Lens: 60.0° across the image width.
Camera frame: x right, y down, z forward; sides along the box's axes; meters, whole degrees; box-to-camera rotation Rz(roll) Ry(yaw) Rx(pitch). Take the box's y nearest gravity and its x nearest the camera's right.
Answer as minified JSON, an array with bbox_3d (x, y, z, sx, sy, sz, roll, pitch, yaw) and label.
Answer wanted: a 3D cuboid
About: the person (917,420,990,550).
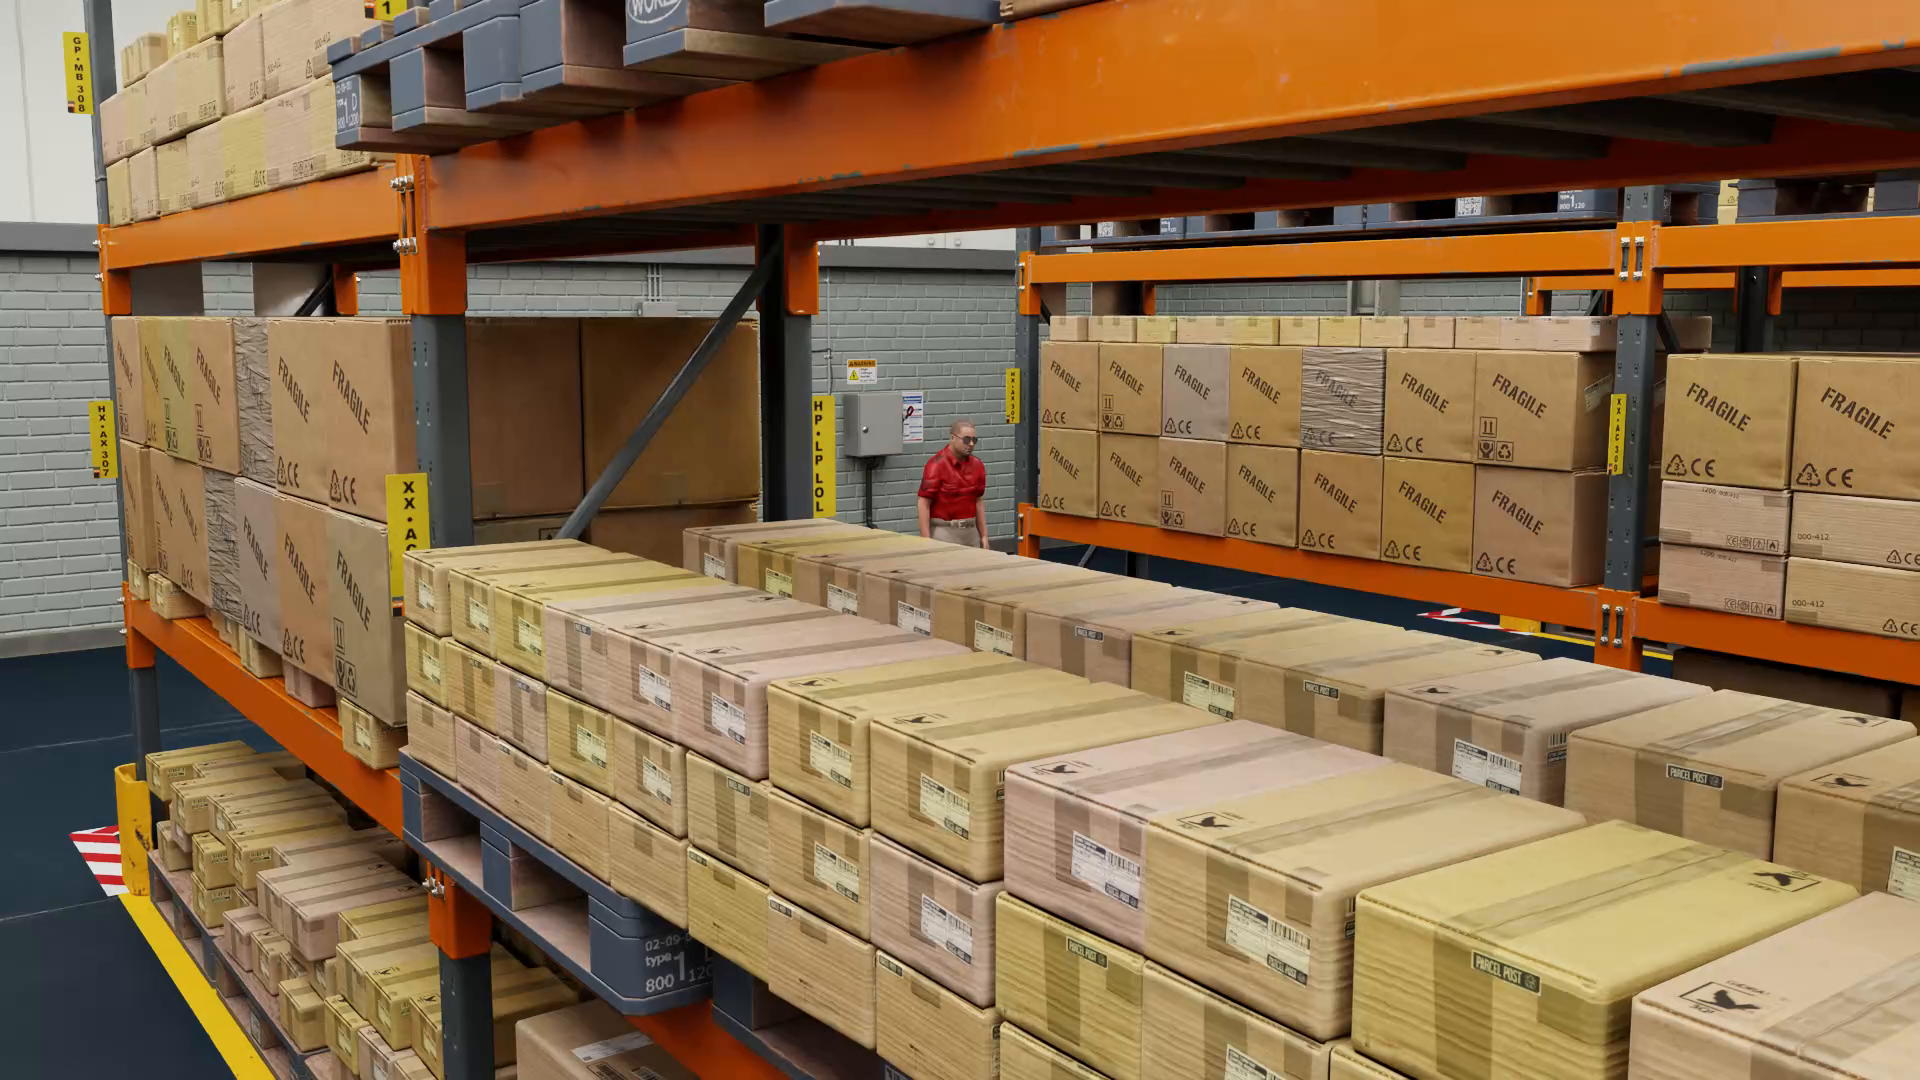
[{"bbox_3d":[-0.037,0.015,11.746,0.589,1.726,0.390,-6,10,-38],"label":"person"}]
